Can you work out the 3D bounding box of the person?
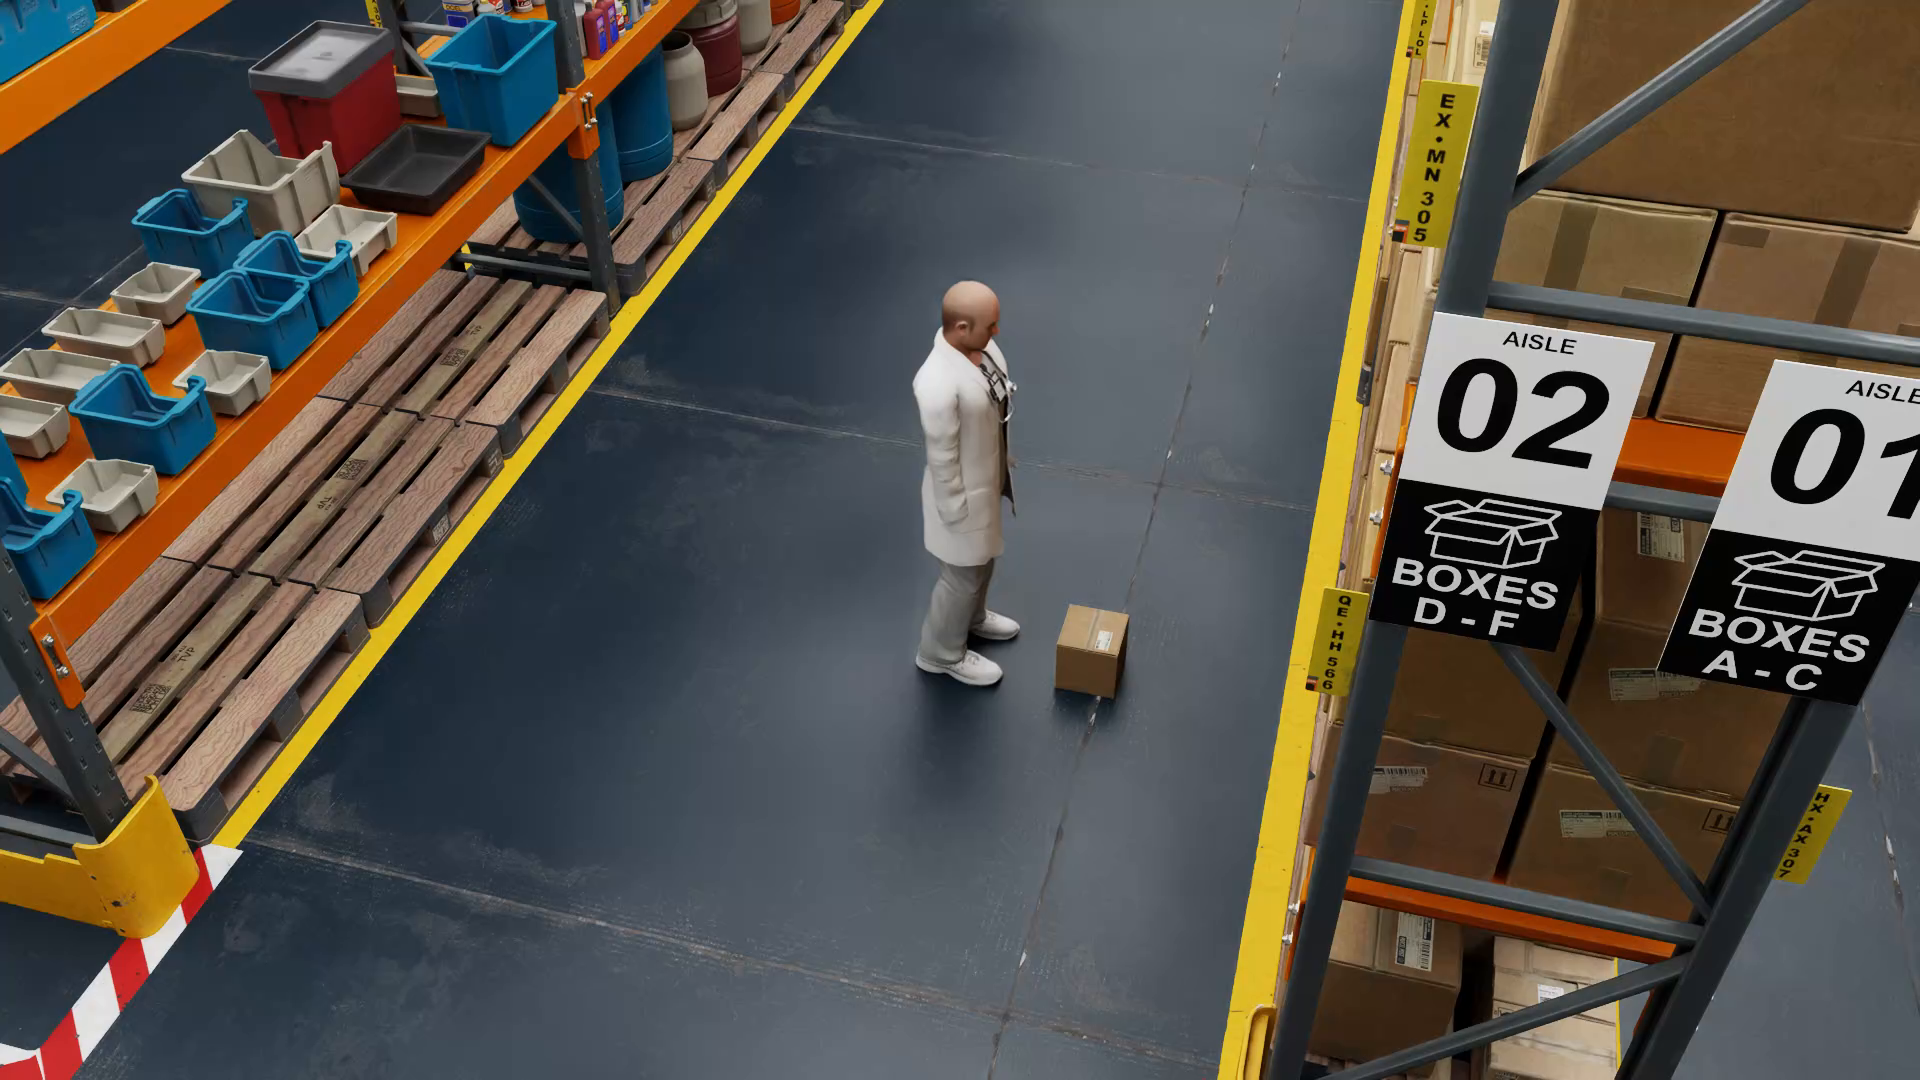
[{"bbox_3d":[0.040,-0.226,6.442,0.377,1.774,0.562,11,42,12],"label":"person"}]
